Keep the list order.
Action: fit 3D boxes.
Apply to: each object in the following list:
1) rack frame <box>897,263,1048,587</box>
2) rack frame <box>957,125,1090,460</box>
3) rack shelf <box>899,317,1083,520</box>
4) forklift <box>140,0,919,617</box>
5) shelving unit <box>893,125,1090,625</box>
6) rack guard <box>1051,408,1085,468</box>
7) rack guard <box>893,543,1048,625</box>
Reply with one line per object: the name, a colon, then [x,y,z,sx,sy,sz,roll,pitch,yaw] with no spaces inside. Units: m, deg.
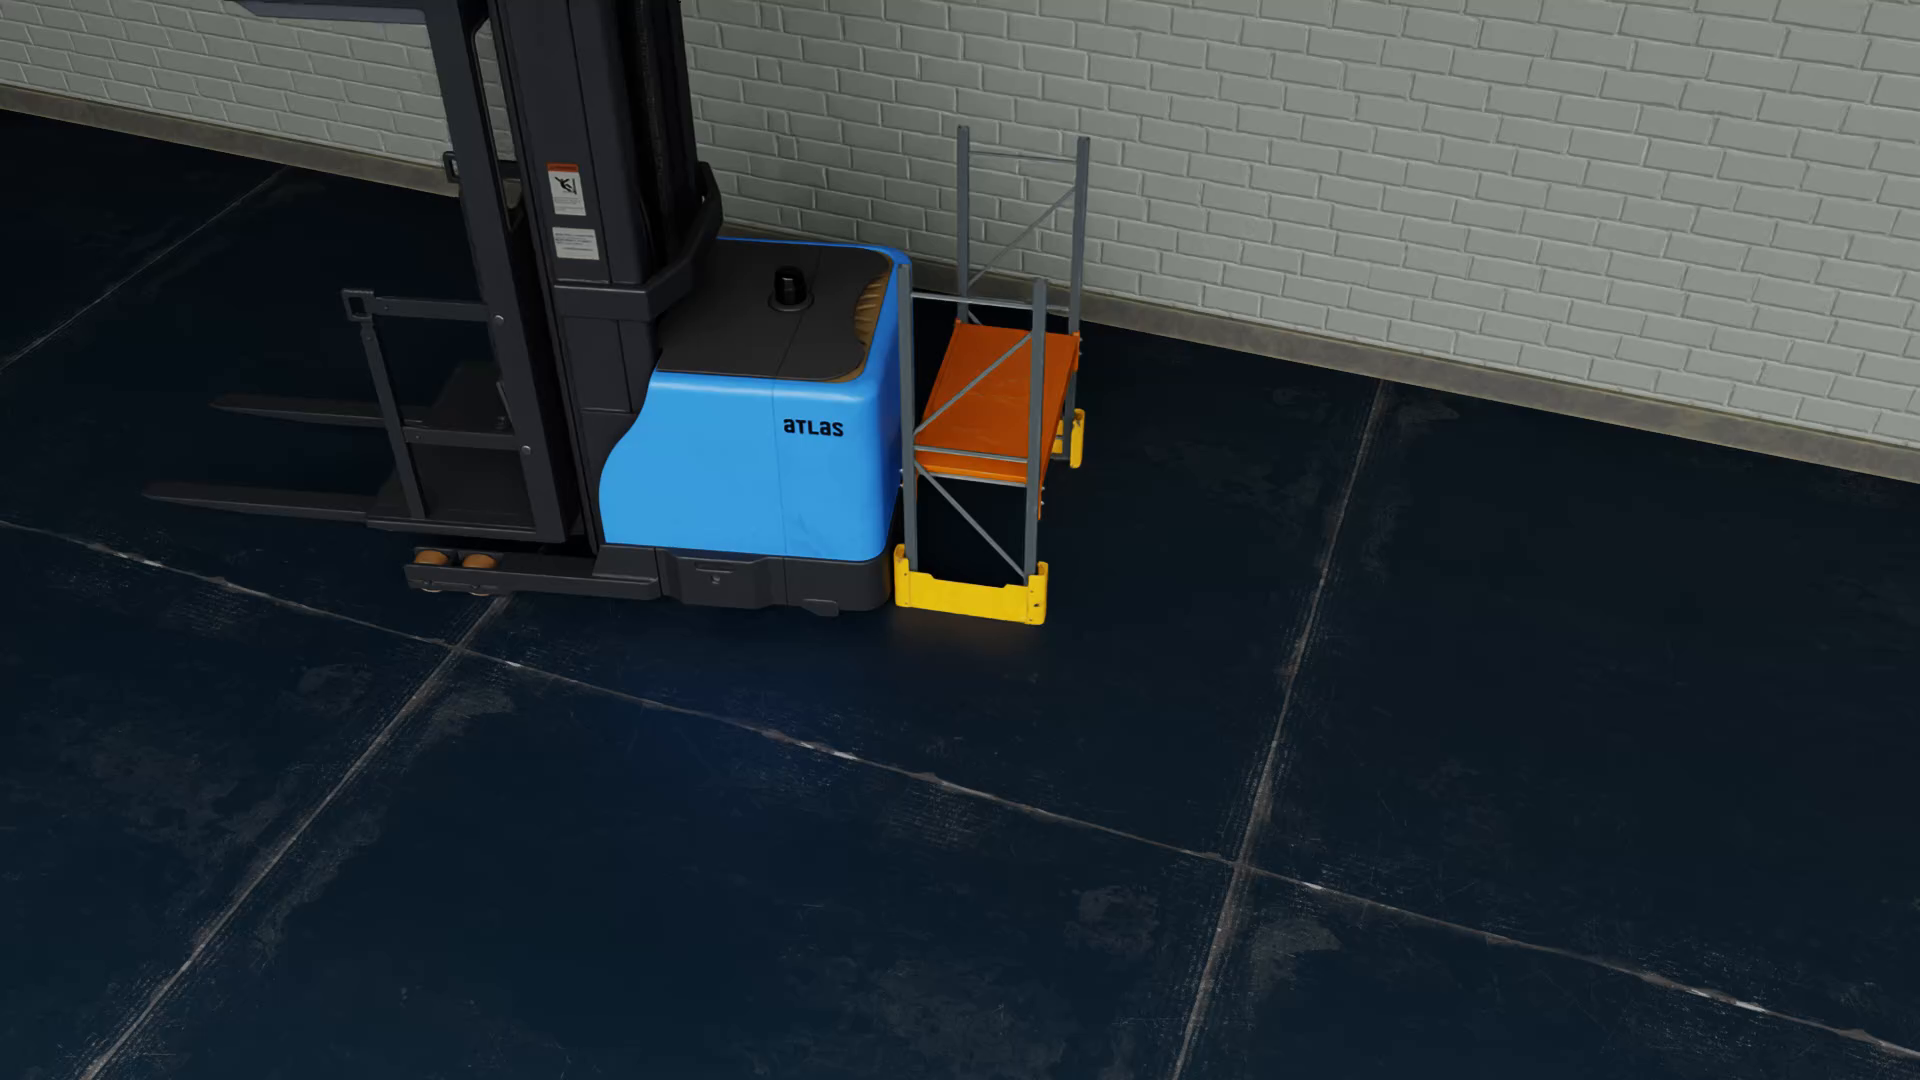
rack frame: [0.039,-0.306,5.953,0.500,1.500,0.032,7,41,8]
rack frame: [0.237,-0.953,6.712,0.500,1.500,0.032,7,41,8]
rack shelf: [0.138,-0.493,6.449,0.538,0.185,1.000,7,41,8]
forklift: [-1.725,-1.232,5.936,3.031,2.935,1.130,4,41,5]
shelving unit: [0.136,-0.624,6.325,0.587,1.500,1.083,7,41,8]
rack guard: [0.233,-0.465,7.103,0.587,0.250,0.087,7,41,8]
rack guard: [0.040,0.169,6.359,0.587,0.250,0.087,7,41,8]
